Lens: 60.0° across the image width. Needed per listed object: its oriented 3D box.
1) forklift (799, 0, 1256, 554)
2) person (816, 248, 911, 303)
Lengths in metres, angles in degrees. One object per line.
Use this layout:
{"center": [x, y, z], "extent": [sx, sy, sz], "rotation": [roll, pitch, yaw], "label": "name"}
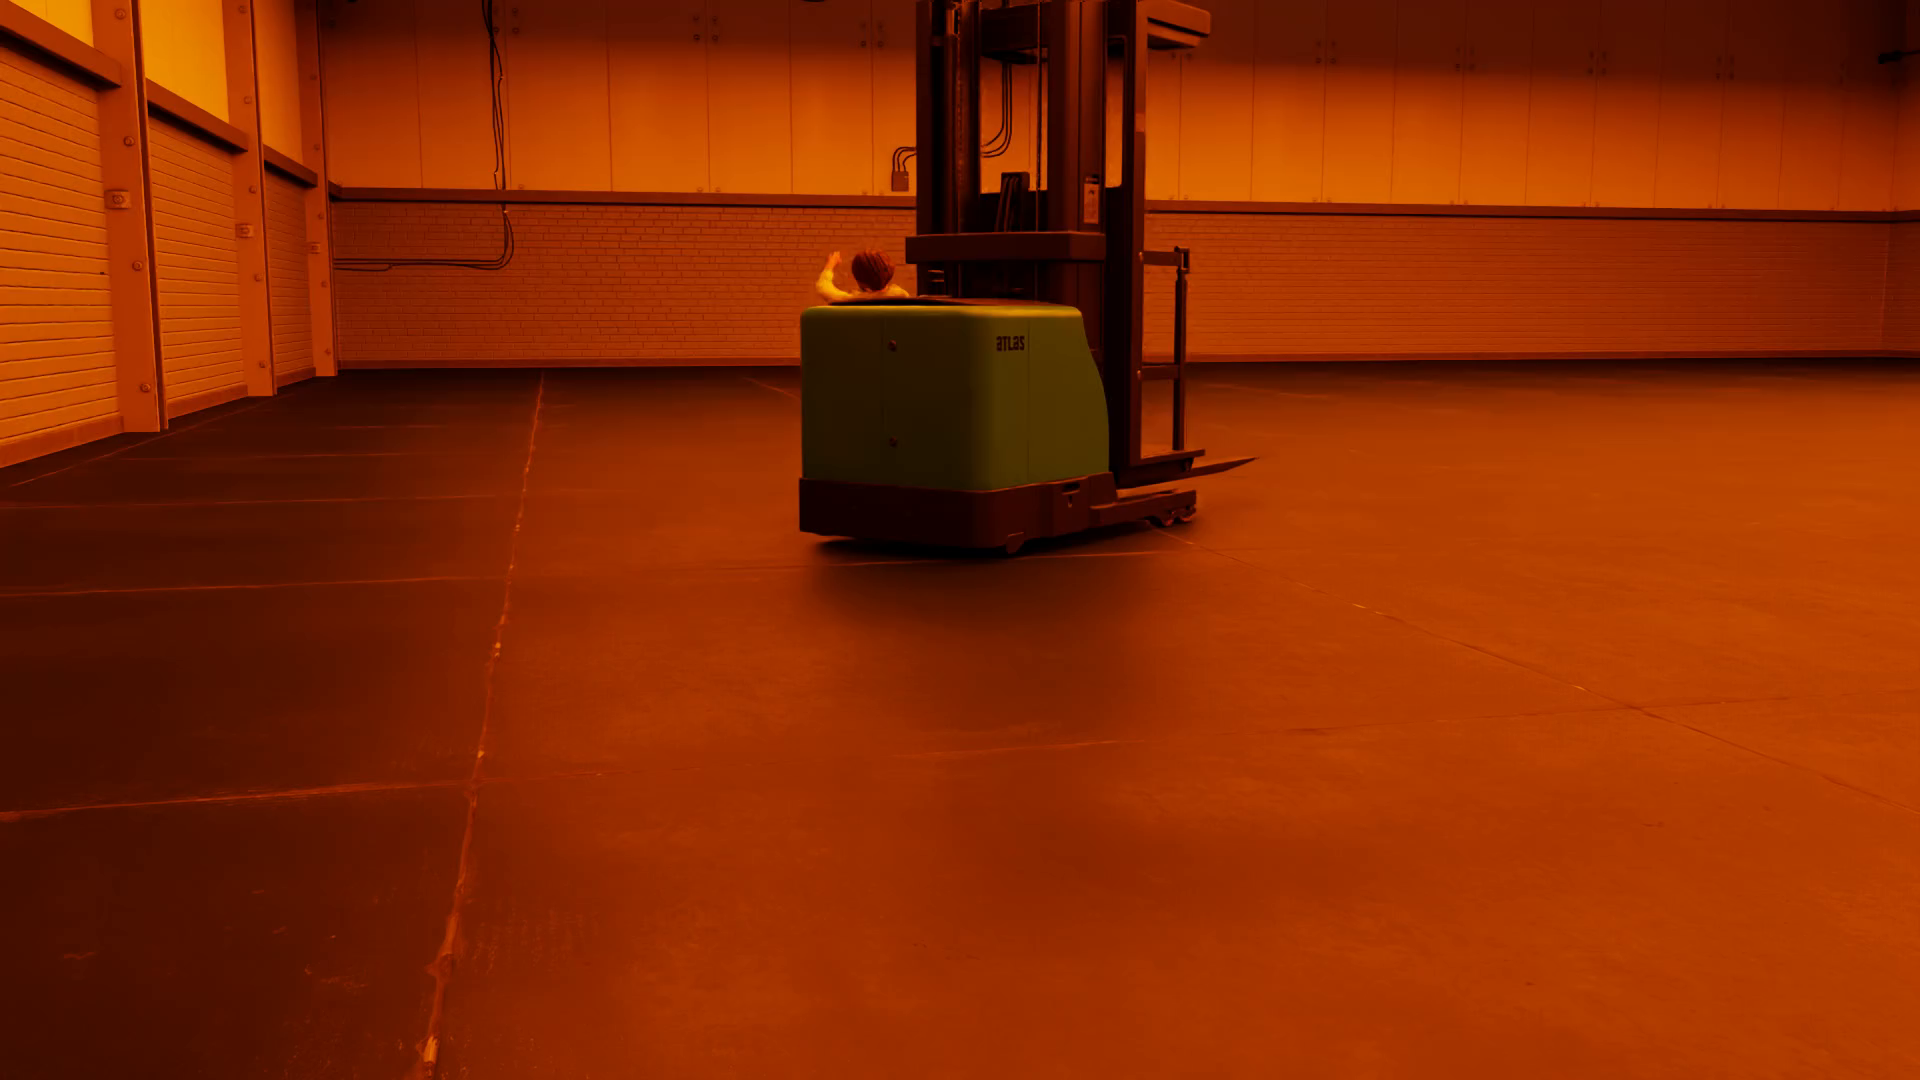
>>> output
{"center": [0.535, -1.552, 8.223], "extent": [1.130, 2.935, 3.031], "rotation": [6, 10, 35], "label": "forklift"}
{"center": [-0.436, -0.918, 9.185], "extent": [0.676, 1.348, 0.895], "rotation": [7, 10, 39], "label": "person"}
